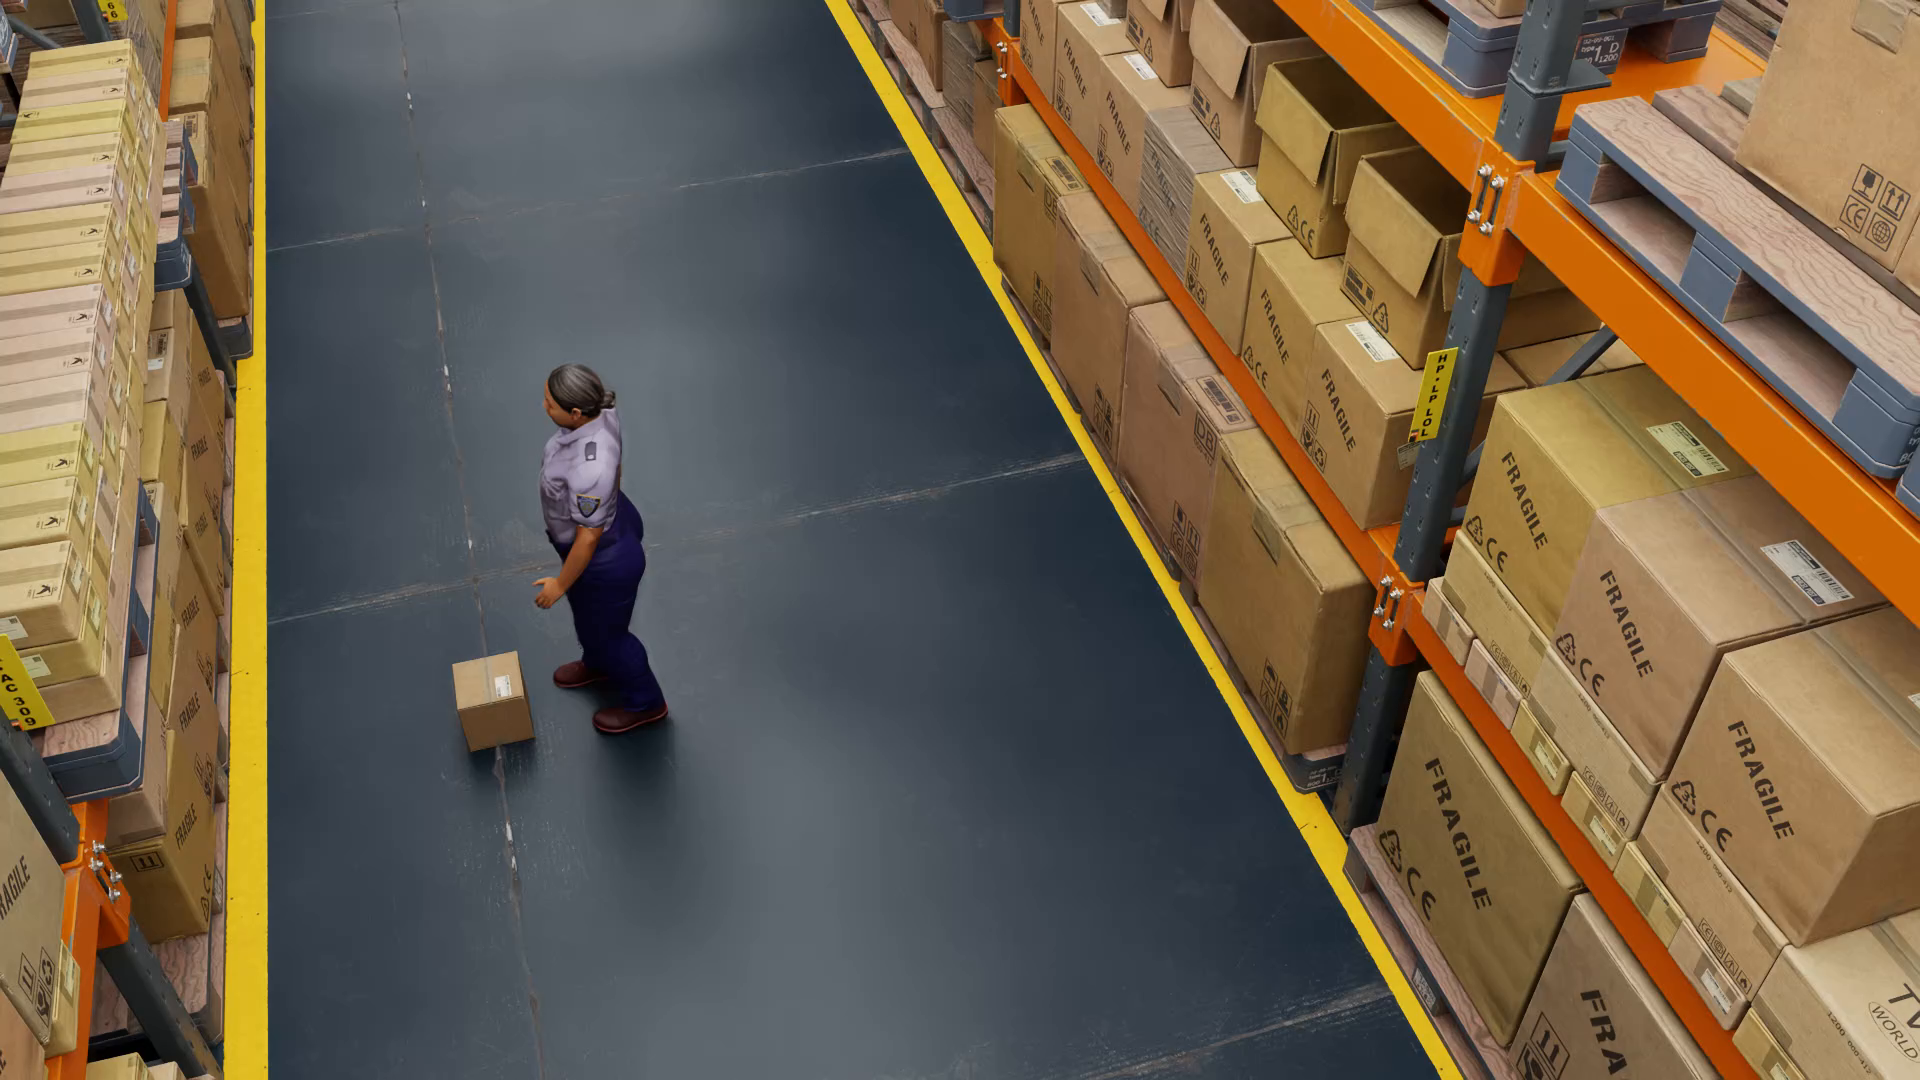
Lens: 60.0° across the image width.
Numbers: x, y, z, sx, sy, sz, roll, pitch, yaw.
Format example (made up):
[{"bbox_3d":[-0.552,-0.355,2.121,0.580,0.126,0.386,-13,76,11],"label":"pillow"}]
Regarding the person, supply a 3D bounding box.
[{"bbox_3d":[-1.395,0.045,6.111,0.472,1.666,0.517,-6,43,-7],"label":"person"}]
